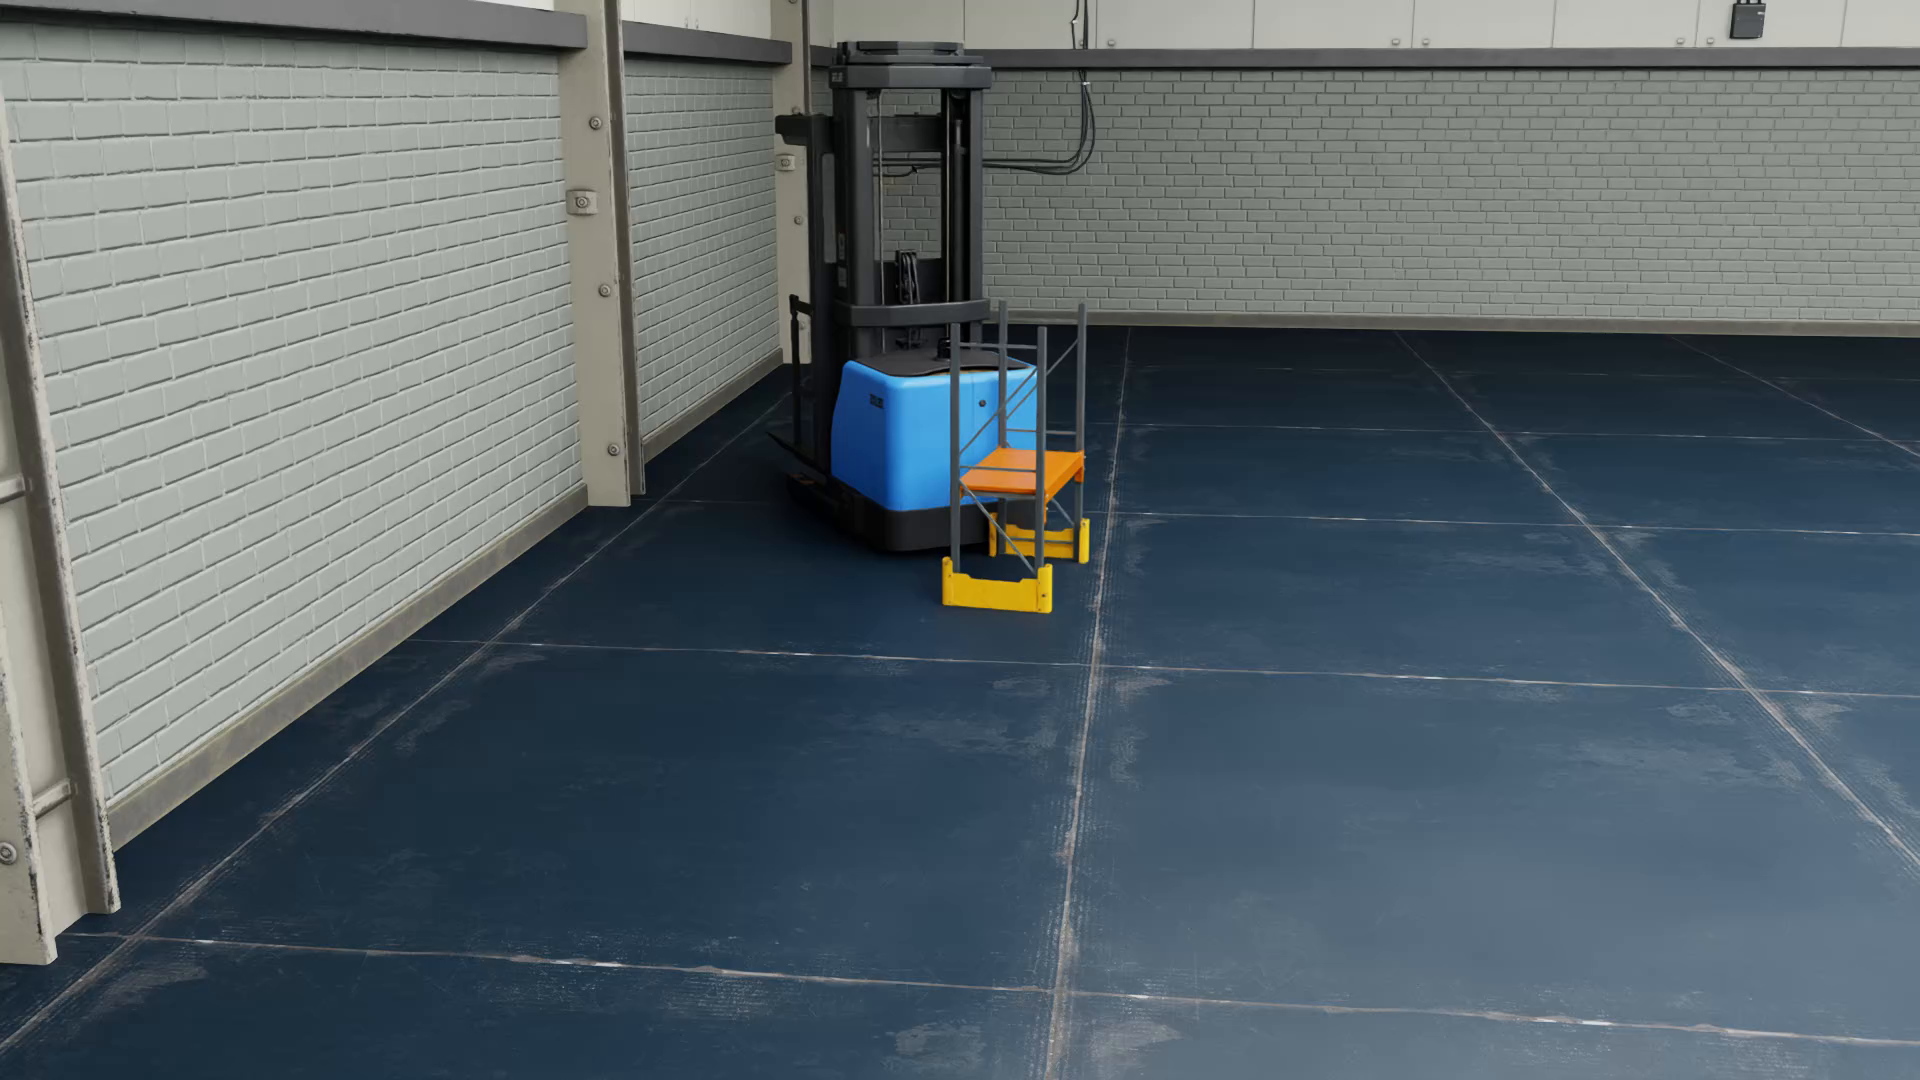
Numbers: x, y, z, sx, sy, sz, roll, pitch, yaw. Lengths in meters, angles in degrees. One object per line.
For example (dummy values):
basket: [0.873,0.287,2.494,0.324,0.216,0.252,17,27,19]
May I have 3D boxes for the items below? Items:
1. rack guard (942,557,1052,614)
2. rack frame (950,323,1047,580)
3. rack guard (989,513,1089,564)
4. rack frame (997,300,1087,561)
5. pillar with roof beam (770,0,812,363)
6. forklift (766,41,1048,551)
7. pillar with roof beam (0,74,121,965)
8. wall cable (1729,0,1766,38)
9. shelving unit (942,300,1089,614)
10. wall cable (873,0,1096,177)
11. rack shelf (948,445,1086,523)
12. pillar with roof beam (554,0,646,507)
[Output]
rack guard: [0.195,0.239,8.801,0.587,0.250,0.087,4,16,15]
rack frame: [0.194,-0.364,8.637,0.500,1.500,0.032,4,16,15]
rack guard: [0.461,-0.012,9.727,0.587,0.250,0.087,4,16,15]
rack frame: [0.466,-0.620,9.582,0.500,1.500,0.032,4,16,15]
pillar with roof beam: [2.633,-6.050,15.297,9.100,9.000,0.400,2,15,6]
forklift: [-0.523,-1.687,10.784,1.130,2.935,3.031,-6,16,-23]
pillar with roof beam: [1.279,-2.938,3.787,9.100,9.000,0.400,2,15,6]
wall cable: [9.433,-8.260,16.954,2.305,6.003,0.169,2,15,6]
shelving unit: [0.328,-0.490,9.101,0.587,1.500,1.083,4,16,15]
wall cable: [0.002,-5.403,18.853,3.097,2.526,0.112,2,15,6]
rack shelf: [0.330,-0.319,9.156,0.538,0.185,1.000,4,16,15]
pillar with roof beam: [1.956,-4.494,9.542,9.100,9.000,0.400,2,15,6]
